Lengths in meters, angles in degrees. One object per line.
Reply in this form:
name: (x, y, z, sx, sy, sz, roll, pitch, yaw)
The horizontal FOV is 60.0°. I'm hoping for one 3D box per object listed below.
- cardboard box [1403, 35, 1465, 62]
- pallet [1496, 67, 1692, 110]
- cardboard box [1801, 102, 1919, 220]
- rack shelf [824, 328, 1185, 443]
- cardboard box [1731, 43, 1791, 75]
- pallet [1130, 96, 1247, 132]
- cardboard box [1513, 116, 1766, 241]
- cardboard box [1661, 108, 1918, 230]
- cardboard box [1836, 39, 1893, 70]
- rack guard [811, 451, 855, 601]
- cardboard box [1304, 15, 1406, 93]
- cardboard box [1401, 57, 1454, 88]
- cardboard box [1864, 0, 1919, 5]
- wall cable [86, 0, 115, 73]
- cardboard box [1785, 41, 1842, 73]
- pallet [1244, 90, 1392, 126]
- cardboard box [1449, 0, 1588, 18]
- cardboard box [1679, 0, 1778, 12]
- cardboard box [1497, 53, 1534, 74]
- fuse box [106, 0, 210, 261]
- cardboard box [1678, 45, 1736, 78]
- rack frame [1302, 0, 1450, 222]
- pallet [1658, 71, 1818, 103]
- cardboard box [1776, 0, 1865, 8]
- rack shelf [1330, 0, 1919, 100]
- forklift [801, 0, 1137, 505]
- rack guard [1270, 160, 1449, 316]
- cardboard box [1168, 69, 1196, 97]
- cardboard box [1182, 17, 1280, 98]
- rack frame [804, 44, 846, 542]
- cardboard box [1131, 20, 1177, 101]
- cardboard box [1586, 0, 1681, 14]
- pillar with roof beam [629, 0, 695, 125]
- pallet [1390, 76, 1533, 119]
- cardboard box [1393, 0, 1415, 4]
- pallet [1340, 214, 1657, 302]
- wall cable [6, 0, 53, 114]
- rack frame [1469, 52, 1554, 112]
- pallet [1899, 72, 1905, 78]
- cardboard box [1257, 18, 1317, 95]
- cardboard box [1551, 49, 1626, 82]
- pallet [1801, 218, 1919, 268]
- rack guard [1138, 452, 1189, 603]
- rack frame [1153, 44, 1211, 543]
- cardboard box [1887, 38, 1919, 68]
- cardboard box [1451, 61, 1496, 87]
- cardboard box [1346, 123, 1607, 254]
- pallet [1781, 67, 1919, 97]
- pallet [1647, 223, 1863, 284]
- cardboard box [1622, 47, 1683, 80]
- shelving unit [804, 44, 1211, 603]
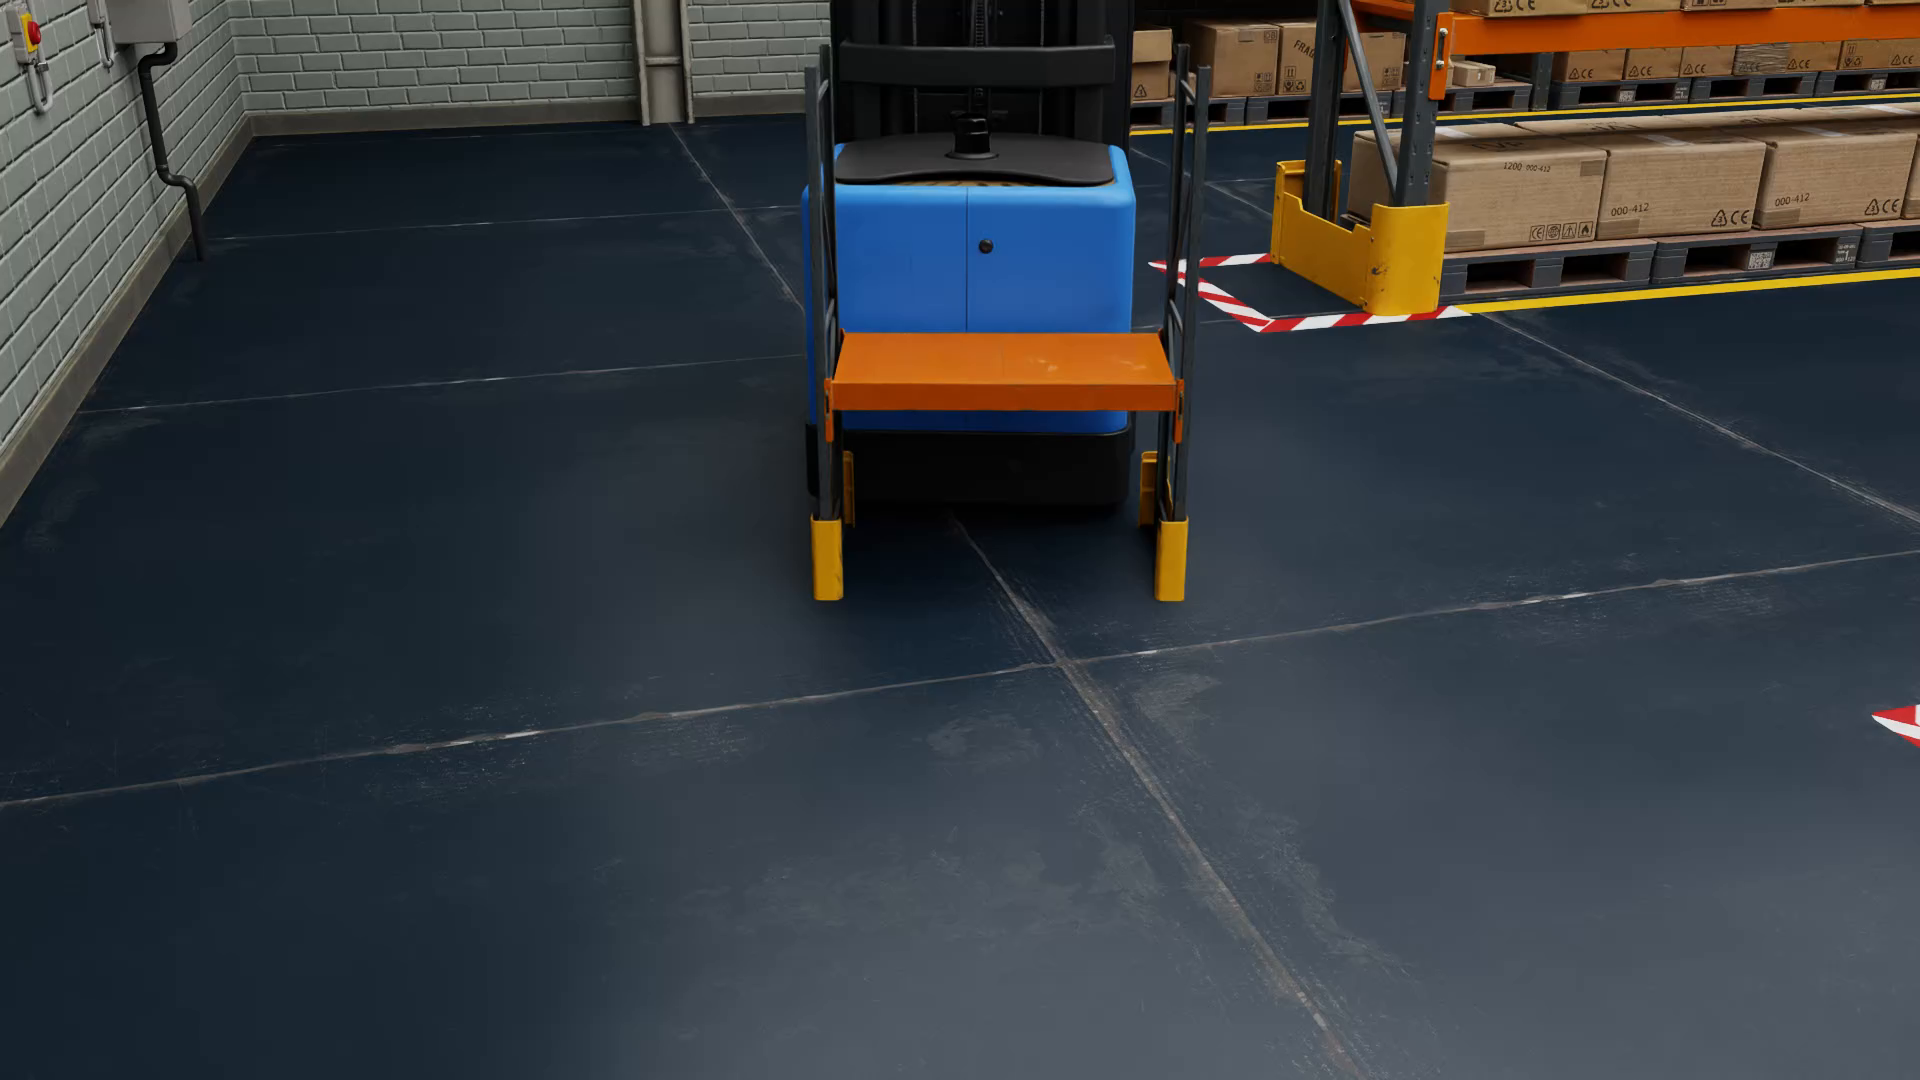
cardboard box: (3.746, -3.930, 13.481, 0.500, 0.311, 0.500, -5, 24, -12)
pallet: (5.219, -3.772, 13.774, 1.213, 0.211, 1.003, -6, 24, -14)
cardboard box: (5.157, -2.058, 8.960, 0.875, 0.438, 0.875, -7, 24, -15)
rack shelf: (0.124, -0.460, 4.875, 1.000, 0.185, 0.538, 0, 23, 0)
cardboard box: (6.465, -4.128, 13.704, 0.500, 0.500, 0.500, -7, 24, -16)
pallet: (1.435, -3.339, 12.764, 1.213, 0.211, 1.003, -6, 24, -14)
cardboard box: (3.426, -1.867, 8.514, 0.875, 0.438, 0.875, -6, 24, -13)
cardboard box: (4.295, -1.963, 8.737, 0.875, 0.438, 0.875, -7, 24, -16)
cardboard box: (7.463, -4.247, 13.982, 0.500, 0.500, 0.500, -7, 24, -15)
rack guard: (-0.383, -0.052, 5.055, 0.087, 0.250, 0.587, 0, 23, 0)
cardboard box: (3.042, -3.787, 12.910, 0.500, 0.500, 0.700, -7, 24, -16)
cardboard box: (3.645, -3.681, 12.959, 0.258, 0.266, 0.396, -5, 24, -12)
cardboard box: (4.439, -2.852, 7.967, 0.500, 0.500, 0.500, -7, 24, -15)
wall cable: (-3.878, -3.037, 7.236, 0.122, 1.984, 0.588, -6, 24, -14)
cardboard box: (6.960, -4.191, 13.850, 0.500, 0.500, 0.500, -5, 24, -12)
pallet: (2.607, -3.467, 13.063, 1.213, 0.211, 1.003, -6, 24, -14)
cardboard box: (2.479, -2.631, 7.450, 0.500, 0.500, 0.500, -7, 24, -15)
cardboard box: (3.453, -2.743, 7.711, 0.500, 0.500, 0.500, -6, 24, -15)
cardboard box: (4.839, -4.162, 13.783, 0.500, 0.500, 0.500, -6, 24, -15)
fuse box: (-3.911, -2.254, 8.334, 0.414, 1.711, 0.539, -6, 24, -14)
cardboard box: (5.964, -4.075, 13.581, 0.500, 0.500, 0.500, -7, 24, -16)
rack frame: (1.939, -2.643, 7.605, 0.127, 3.000, 1.000, -6, 24, -14)
pallet: (6.395, -3.904, 14.080, 1.213, 0.211, 1.003, -6, 24, -14)
cardboard box: (3.930, -2.802, 7.850, 0.500, 0.500, 0.500, -6, 24, -13)
rack shelf: (3.864, -2.525, 8.243, 4.000, 0.370, 1.077, -6, 24, -14)
forklift: (0.090, -1.995, 6.184, 1.130, 2.935, 3.031, 1, 23, 2)
rack guard: (1.916, -1.491, 8.092, 0.348, 0.500, 1.175, -6, 24, -14)
cardboard box: (1.628, -3.469, 12.614, 0.250, 0.149, 0.380, -7, 24, -16)
cardboard box: (2.042, -3.677, 12.652, 0.500, 0.500, 0.700, -5, 24, -12)
rack frame: (-0.384, -0.627, 4.808, 0.032, 1.500, 0.500, 0, 23, 0)
cardboard box: (1.209, -3.602, 12.473, 0.637, 0.503, 0.797, -7, 24, -16)
cardboard box: (2.958, -2.695, 7.601, 0.500, 0.500, 0.500, -7, 24, -15)
pillar with roof beam: (-1.082, -5.704, 7.132, 0.400, 9.000, 9.100, -6, 24, -14)
pallet: (3.784, -3.599, 13.369, 1.213, 0.211, 1.003, -6, 24, -14)
cardboard box: (2.332, -2.841, 7.939, 0.500, 0.500, 0.500, -6, 24, -14)
pallet: (2.688, -1.476, 8.423, 1.213, 0.211, 1.003, -6, 24, -14)
wall cable: (-3.484, -2.515, 5.978, 0.123, 1.953, 0.585, -6, 24, -14)
rack frame: (4.446, -4.953, 12.989, 0.127, 3.000, 1.000, -6, 24, -14)
pallet: (9.100, -4.170, 14.702, 1.213, 0.211, 1.003, -6, 24, -14)
cardboard box: (2.578, -3.695, 12.695, 0.500, 0.500, 0.500, -6, 24, -13)
cardboard box: (4.972, -3.963, 13.320, 0.500, 0.500, 0.500, -5, 24, -12)
pallet: (5.037, -1.736, 9.028, 1.213, 0.211, 1.003, -6, 24, -14)
rack guard: (0.613, -0.049, 5.047, 0.087, 0.250, 0.587, 0, 23, 0)
rack frame: (0.632, -0.623, 4.801, 0.032, 1.500, 0.500, 0, 23, 0)
cardboard box: (7.948, -4.297, 14.097, 0.500, 0.500, 0.500, -6, 24, -13)
cardboard box: (3.989, -3.665, 13.070, 0.250, 0.149, 0.380, -7, 24, -16)
cardboard box: (2.547, -1.767, 8.280, 0.875, 0.438, 0.875, -7, 24, -16)
pallet: (7.568, -4.032, 14.380, 1.213, 0.211, 1.003, -6, 24, -14)
pallet: (3.860, -1.605, 8.722, 1.213, 0.211, 1.003, -6, 24, -14)
cardboard box: (5.482, -4.024, 13.461, 0.500, 0.500, 0.500, -7, 24, -15)
shelving unit: (0.115, -0.625, 4.805, 1.083, 1.500, 0.587, 0, 23, 0)
